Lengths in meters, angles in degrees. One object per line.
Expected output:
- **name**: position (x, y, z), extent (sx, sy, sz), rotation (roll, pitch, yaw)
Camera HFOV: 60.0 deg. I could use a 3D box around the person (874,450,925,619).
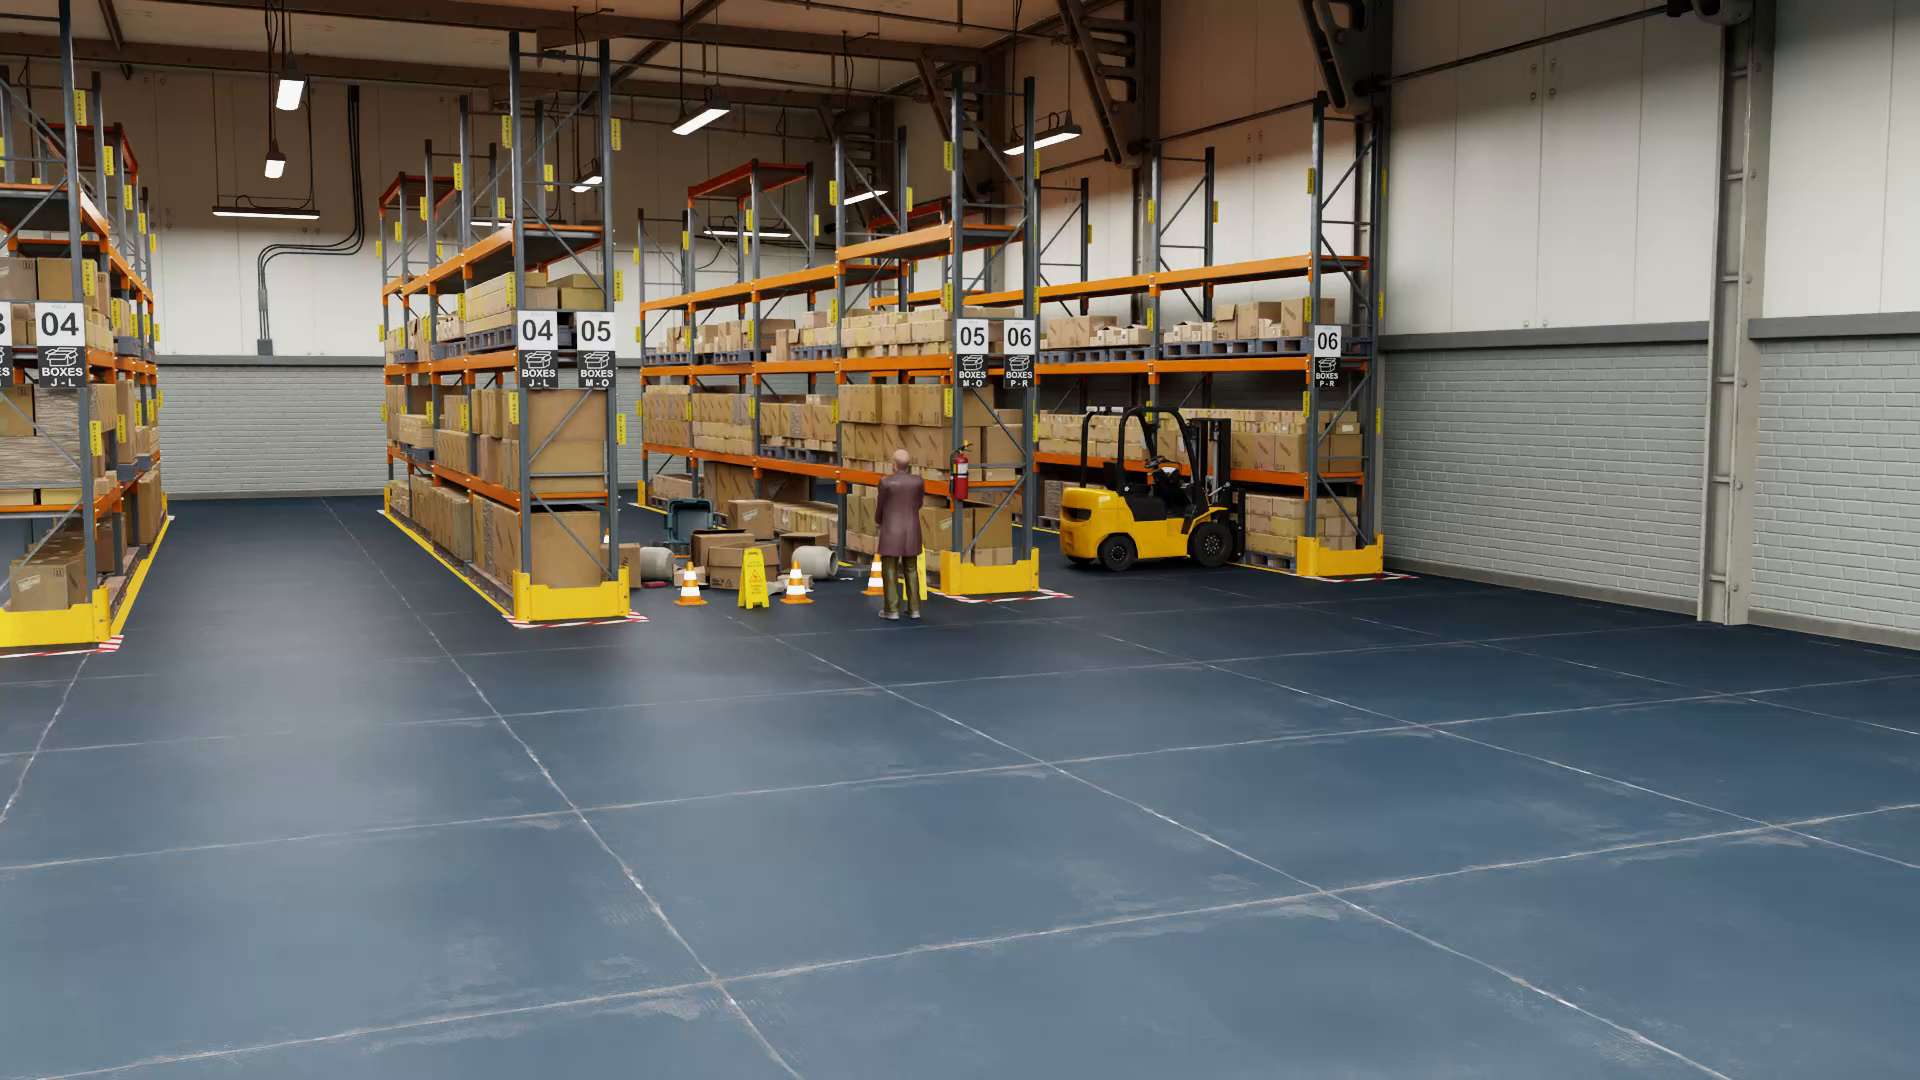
- **person**: position (-0.666, -0.070, 17.481), extent (0.528, 1.773, 0.558), rotation (-2, 6, -23)
